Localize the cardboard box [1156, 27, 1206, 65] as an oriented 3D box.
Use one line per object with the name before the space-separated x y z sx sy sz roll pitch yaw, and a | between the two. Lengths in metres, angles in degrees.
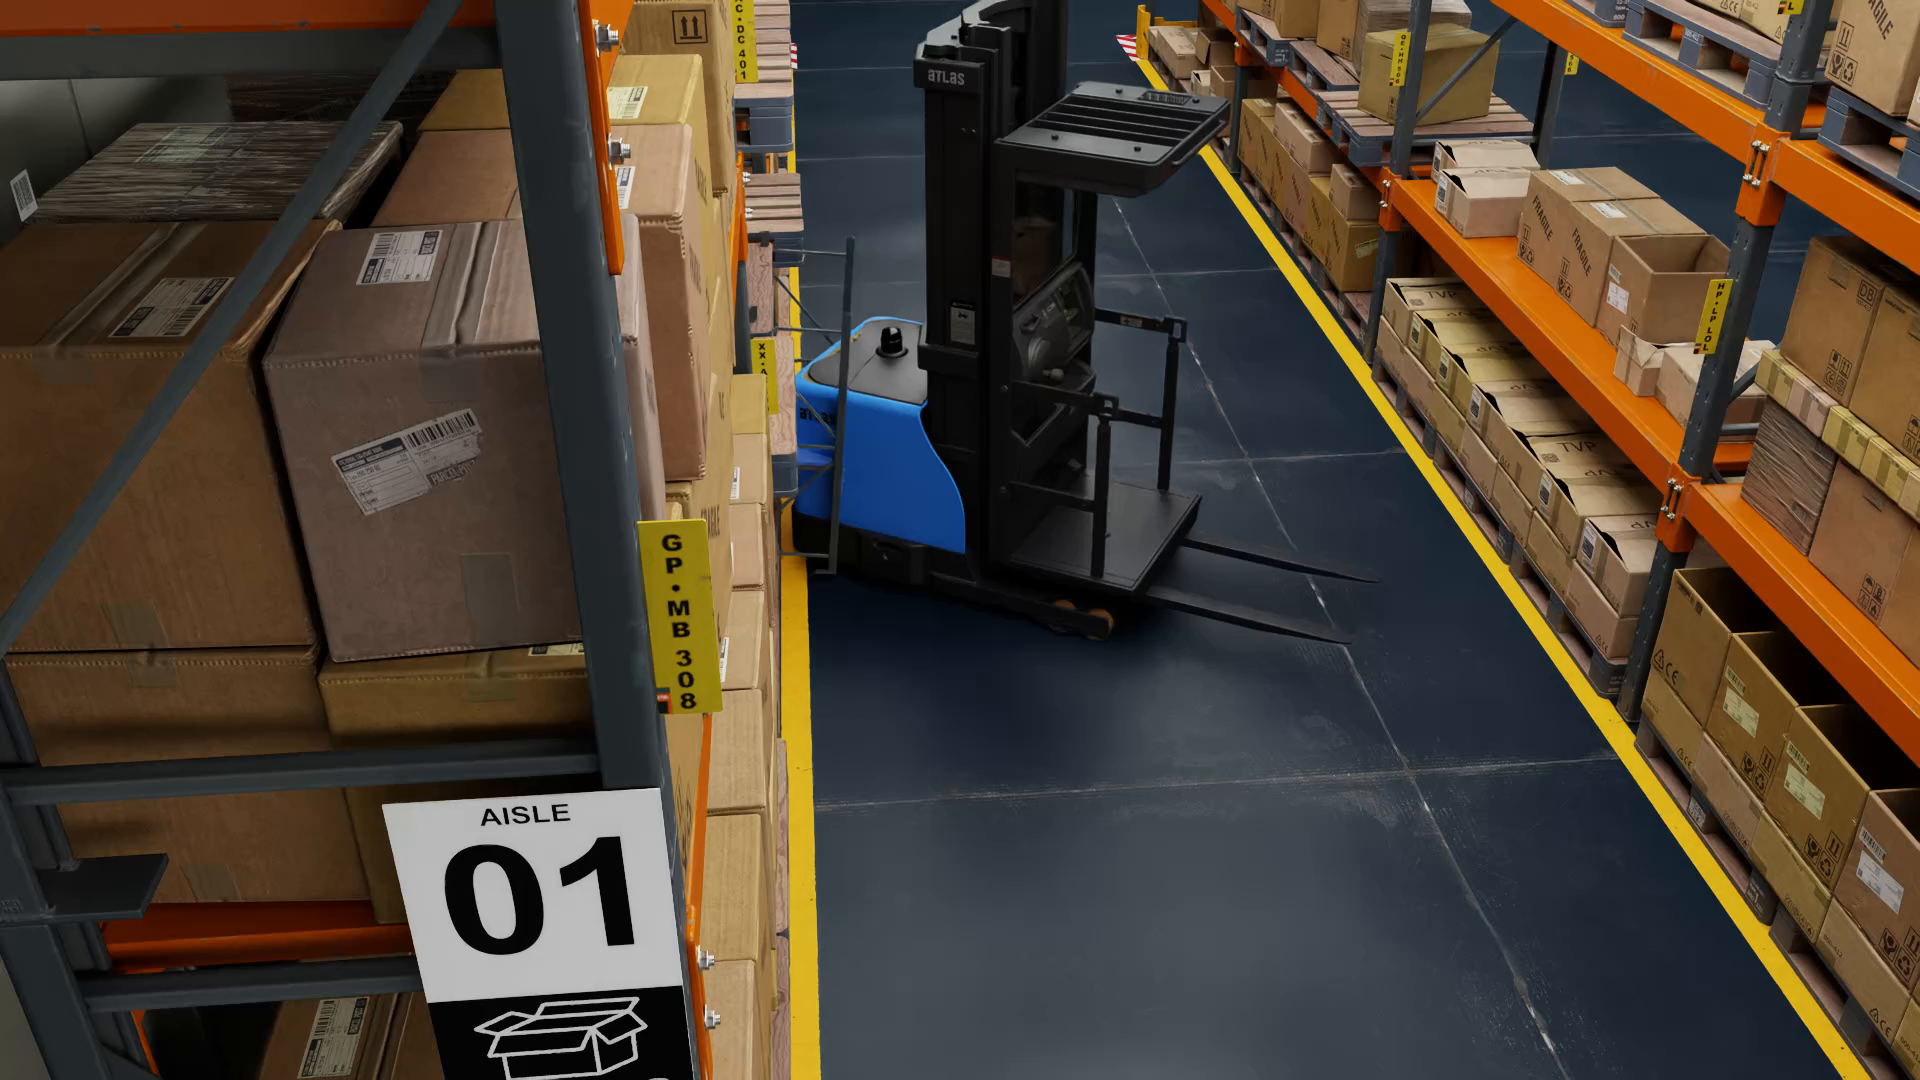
cardboard box | 2.314 -5.067 17.061 0.500 0.250 0.500 -3 31 -5

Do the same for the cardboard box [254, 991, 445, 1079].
cardboard box | -1.194 1.306 3.534 0.500 0.500 0.500 -3 31 -5

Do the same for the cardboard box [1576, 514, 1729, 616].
cardboard box | 3.297 0.088 7.903 0.500 0.311 0.500 -3 31 -5

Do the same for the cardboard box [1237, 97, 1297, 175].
cardboard box | 2.675 -3.420 14.060 0.500 0.500 0.500 -4 31 -7

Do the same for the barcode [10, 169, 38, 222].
barcode | -1.502 -0.553 2.669 0.001 0.075 0.075 -3 31 -5

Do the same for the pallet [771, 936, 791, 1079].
pallet | -1.097 1.923 5.825 1.003 0.211 1.213 -3 31 -5

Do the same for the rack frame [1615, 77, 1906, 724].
rack frame | 3.620 -0.479 7.126 1.000 3.000 0.127 -3 31 -5

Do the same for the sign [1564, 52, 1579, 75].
sign | 3.798 -3.046 10.296 0.100 0.325 0.005 -3 31 -5

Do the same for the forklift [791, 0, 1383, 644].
forklift | 0.651 -1.058 8.162 3.031 2.935 1.130 14 33 21

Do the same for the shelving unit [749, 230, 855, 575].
shelving unit | -0.864 -0.741 8.903 0.538 1.500 1.048 3 31 -5

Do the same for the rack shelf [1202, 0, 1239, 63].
rack shelf | 2.685 -5.275 15.858 1.077 0.370 4.000 -3 31 -5

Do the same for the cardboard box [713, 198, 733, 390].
cardboard box | -0.859 -0.533 4.174 0.500 0.500 0.500 -1 31 -2

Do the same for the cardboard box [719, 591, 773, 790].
cardboard box | -0.822 0.499 4.886 0.500 0.500 0.500 -2 31 -3

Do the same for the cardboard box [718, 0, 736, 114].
cardboard box | -0.933 -1.484 4.793 0.500 0.500 0.500 -1 31 -2

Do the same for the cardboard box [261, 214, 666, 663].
cardboard box | -0.732 -0.174 2.599 0.500 0.500 0.500 -5 31 -8

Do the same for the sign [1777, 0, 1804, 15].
sign | 3.080 -2.093 6.092 0.100 0.325 0.005 -3 31 -5

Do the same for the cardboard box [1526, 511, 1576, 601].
cardboard box | 3.247 0.065 8.488 0.500 0.250 0.500 -3 31 -5

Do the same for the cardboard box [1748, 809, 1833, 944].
cardboard box | 3.445 1.284 6.448 0.500 0.250 0.500 -3 31 -5

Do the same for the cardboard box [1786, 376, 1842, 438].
cardboard box | 3.476 -0.526 6.475 0.380 0.149 0.250 -2 31 -4

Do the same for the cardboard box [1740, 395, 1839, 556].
cardboard box | 3.668 -0.295 6.722 0.700 0.500 0.500 -4 31 -6

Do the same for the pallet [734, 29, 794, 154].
pallet | -1.263 -1.767 6.541 1.213 0.211 1.003 -3 31 -5

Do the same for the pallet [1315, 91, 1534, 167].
pallet | 3.113 -2.781 11.168 1.213 0.211 1.003 -3 31 -5

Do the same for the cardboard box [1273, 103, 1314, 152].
cardboard box | 2.768 -3.232 13.013 0.500 0.250 0.500 -3 31 -4

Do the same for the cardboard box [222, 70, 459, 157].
cardboard box | -1.364 -0.961 3.917 0.500 0.500 0.500 -3 31 -5

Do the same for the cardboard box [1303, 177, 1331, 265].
cardboard box | 2.877 -2.367 12.297 0.500 0.500 0.500 -4 31 -6

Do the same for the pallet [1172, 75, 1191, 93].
pallet | 2.692 -4.341 16.312 1.003 0.211 1.213 -3 31 -5

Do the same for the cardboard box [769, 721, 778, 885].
cardboard box | -0.817 0.811 5.094 0.500 0.250 0.500 -2 31 -4

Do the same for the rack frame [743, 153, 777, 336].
rack frame | -1.686 -2.282 10.145 1.000 3.000 0.127 -3 31 -5

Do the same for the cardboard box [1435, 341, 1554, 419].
cardboard box | 3.105 -0.952 9.643 0.500 0.311 0.500 -4 31 -6

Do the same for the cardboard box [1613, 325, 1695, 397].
cardboard box | 3.355 -0.861 7.898 0.396 0.266 0.258 -3 31 -6

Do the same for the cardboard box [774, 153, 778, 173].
cardboard box | -1.783 -2.802 12.703 0.750 0.750 0.750 -2 31 -3

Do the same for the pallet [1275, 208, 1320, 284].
pallet | 3.103 -2.328 12.942 1.003 0.211 1.213 -3 31 -5

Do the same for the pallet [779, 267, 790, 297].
pallet | -1.795 -2.112 12.580 1.003 0.211 1.213 -3 31 -5

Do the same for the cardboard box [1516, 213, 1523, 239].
cardboard box | 3.421 -1.765 9.524 0.380 0.149 0.250 -1 31 -1

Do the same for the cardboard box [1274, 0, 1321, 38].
cardboard box | 2.821 -4.186 12.826 0.700 0.500 0.500 2 31 3

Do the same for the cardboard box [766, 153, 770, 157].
cardboard box | -1.441 -2.630 10.954 0.380 0.149 0.250 -2 31 -3

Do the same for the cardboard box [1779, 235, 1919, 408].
cardboard box | 3.668 -0.852 6.389 0.700 0.500 0.500 -3 31 -4

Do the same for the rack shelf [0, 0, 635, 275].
rack shelf | -1.125 -1.484 3.663 1.077 0.370 4.000 -3 31 -5

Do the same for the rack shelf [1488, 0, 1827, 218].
rack shelf | 3.433 -2.479 8.251 1.077 0.370 4.000 -3 31 -5

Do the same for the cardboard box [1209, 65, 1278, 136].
cardboard box | 2.537 -3.956 14.957 0.500 0.500 0.500 -3 31 -5

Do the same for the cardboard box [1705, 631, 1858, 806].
cardboard box | 3.406 0.706 6.683 0.500 0.500 0.500 -3 31 -5

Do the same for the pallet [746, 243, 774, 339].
pallet | -1.460 -1.191 8.505 1.003 0.211 1.213 -3 31 -5

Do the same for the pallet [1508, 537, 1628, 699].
pallet | 3.512 0.344 8.468 1.003 0.211 1.213 -3 31 -5

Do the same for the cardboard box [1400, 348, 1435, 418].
cardboard box | 3.050 -0.983 10.242 0.500 0.250 0.500 -4 31 -6

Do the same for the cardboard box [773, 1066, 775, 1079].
cardboard box | -0.985 1.661 5.552 0.700 0.500 0.500 -5 31 -8

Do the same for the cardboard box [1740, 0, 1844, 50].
cardboard box | 3.572 -2.198 6.815 0.500 0.250 0.500 0 31 1
